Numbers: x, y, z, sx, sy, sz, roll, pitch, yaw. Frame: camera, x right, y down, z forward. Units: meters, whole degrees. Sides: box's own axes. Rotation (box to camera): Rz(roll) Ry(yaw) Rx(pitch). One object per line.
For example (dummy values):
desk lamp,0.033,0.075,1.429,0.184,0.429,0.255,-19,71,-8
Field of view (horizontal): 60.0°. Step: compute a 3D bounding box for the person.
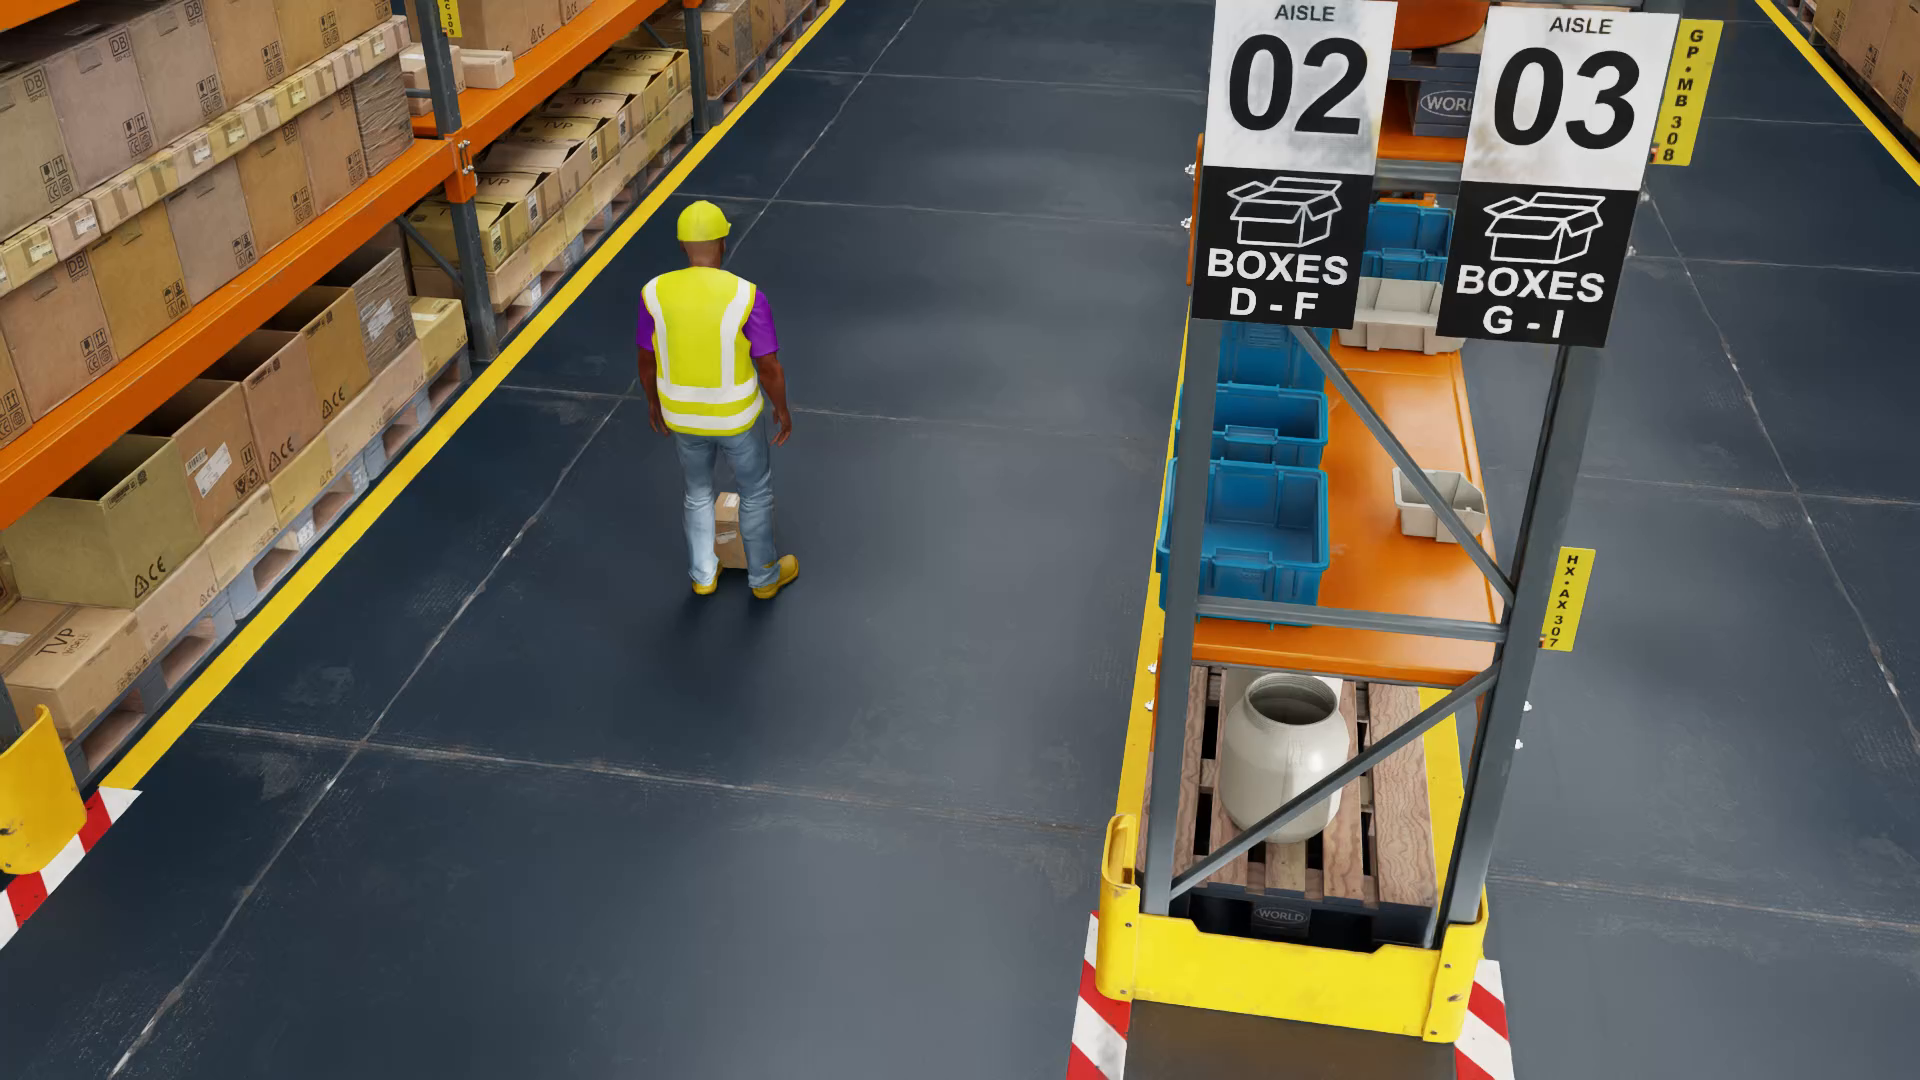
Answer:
person,-1.022,-0.560,7.012,0.628,1.757,0.461,5,33,8
